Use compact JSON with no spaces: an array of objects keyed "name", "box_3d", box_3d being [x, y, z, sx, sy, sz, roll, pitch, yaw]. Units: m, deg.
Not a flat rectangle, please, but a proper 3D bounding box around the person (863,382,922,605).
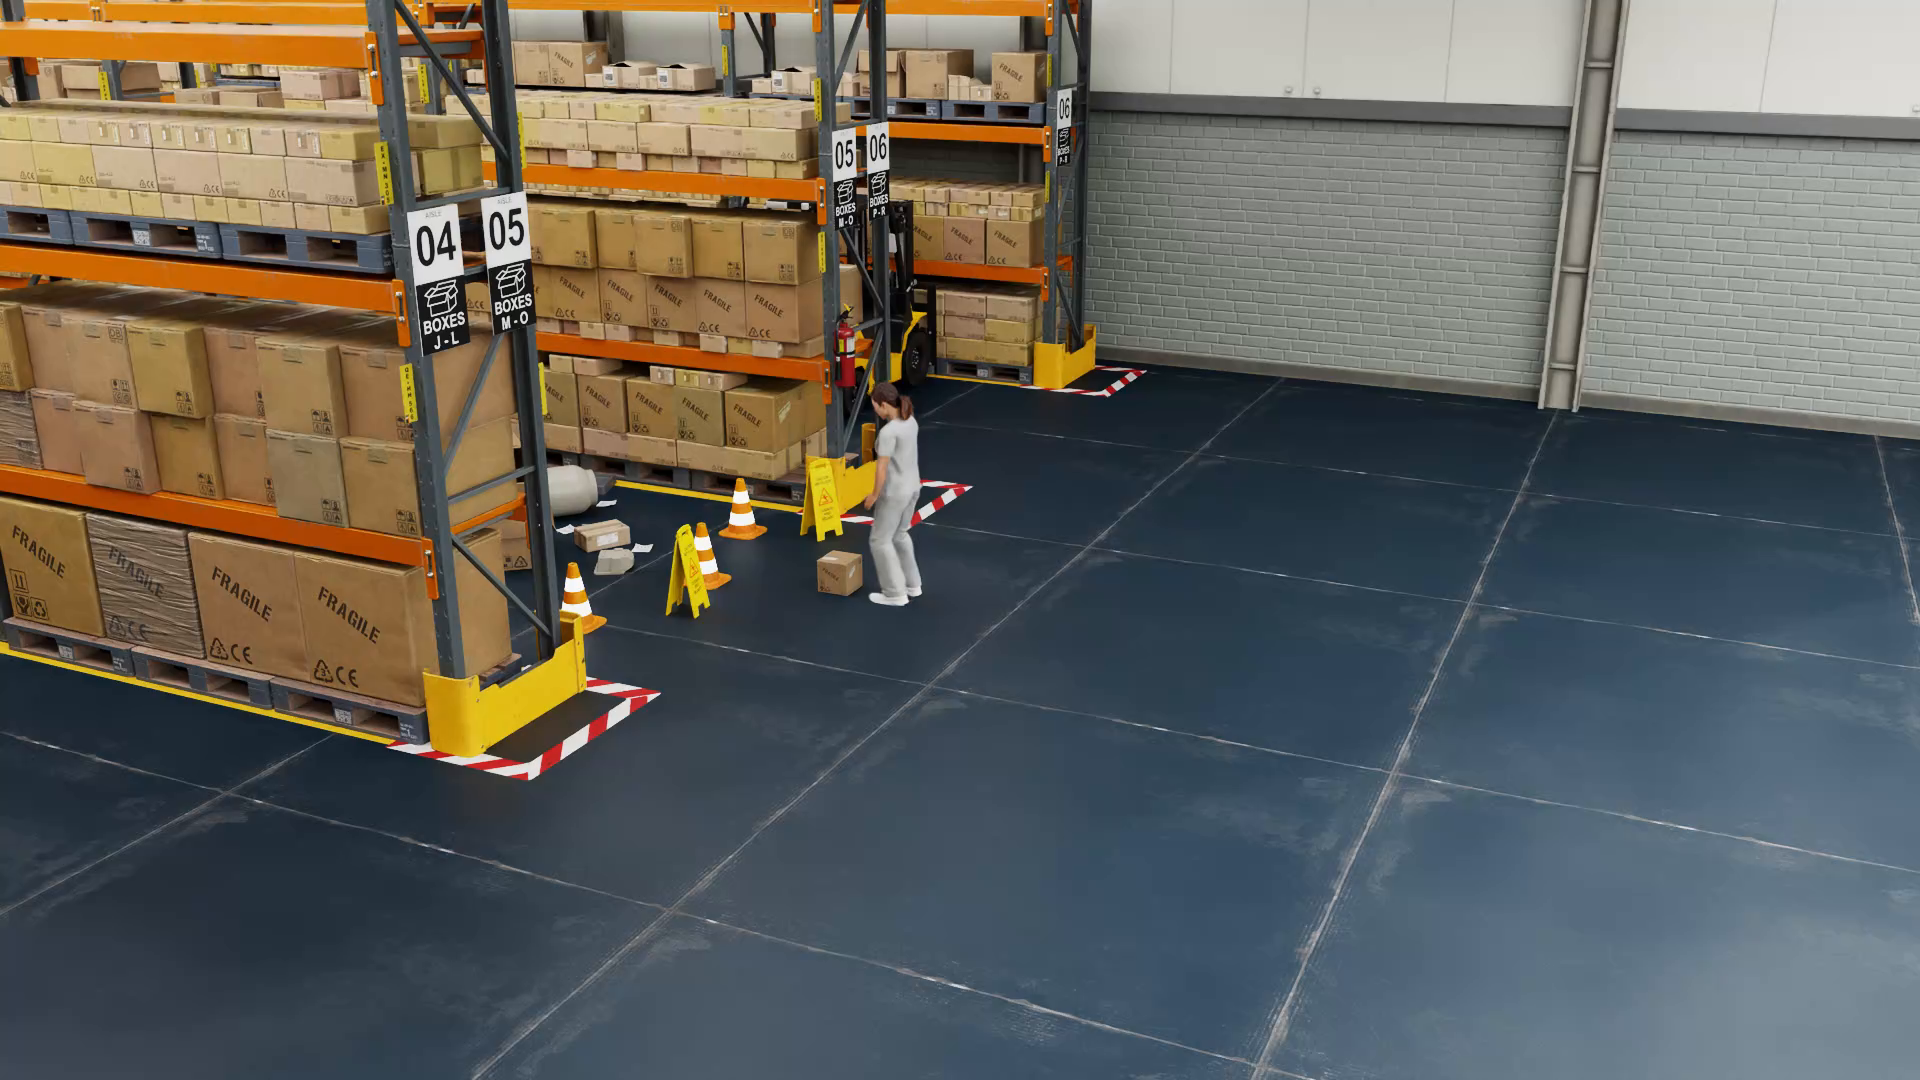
[{"name":"person","box_3d":[-0.478,-0.337,12.092,0.347,1.654,0.453,9,21,24]}]
